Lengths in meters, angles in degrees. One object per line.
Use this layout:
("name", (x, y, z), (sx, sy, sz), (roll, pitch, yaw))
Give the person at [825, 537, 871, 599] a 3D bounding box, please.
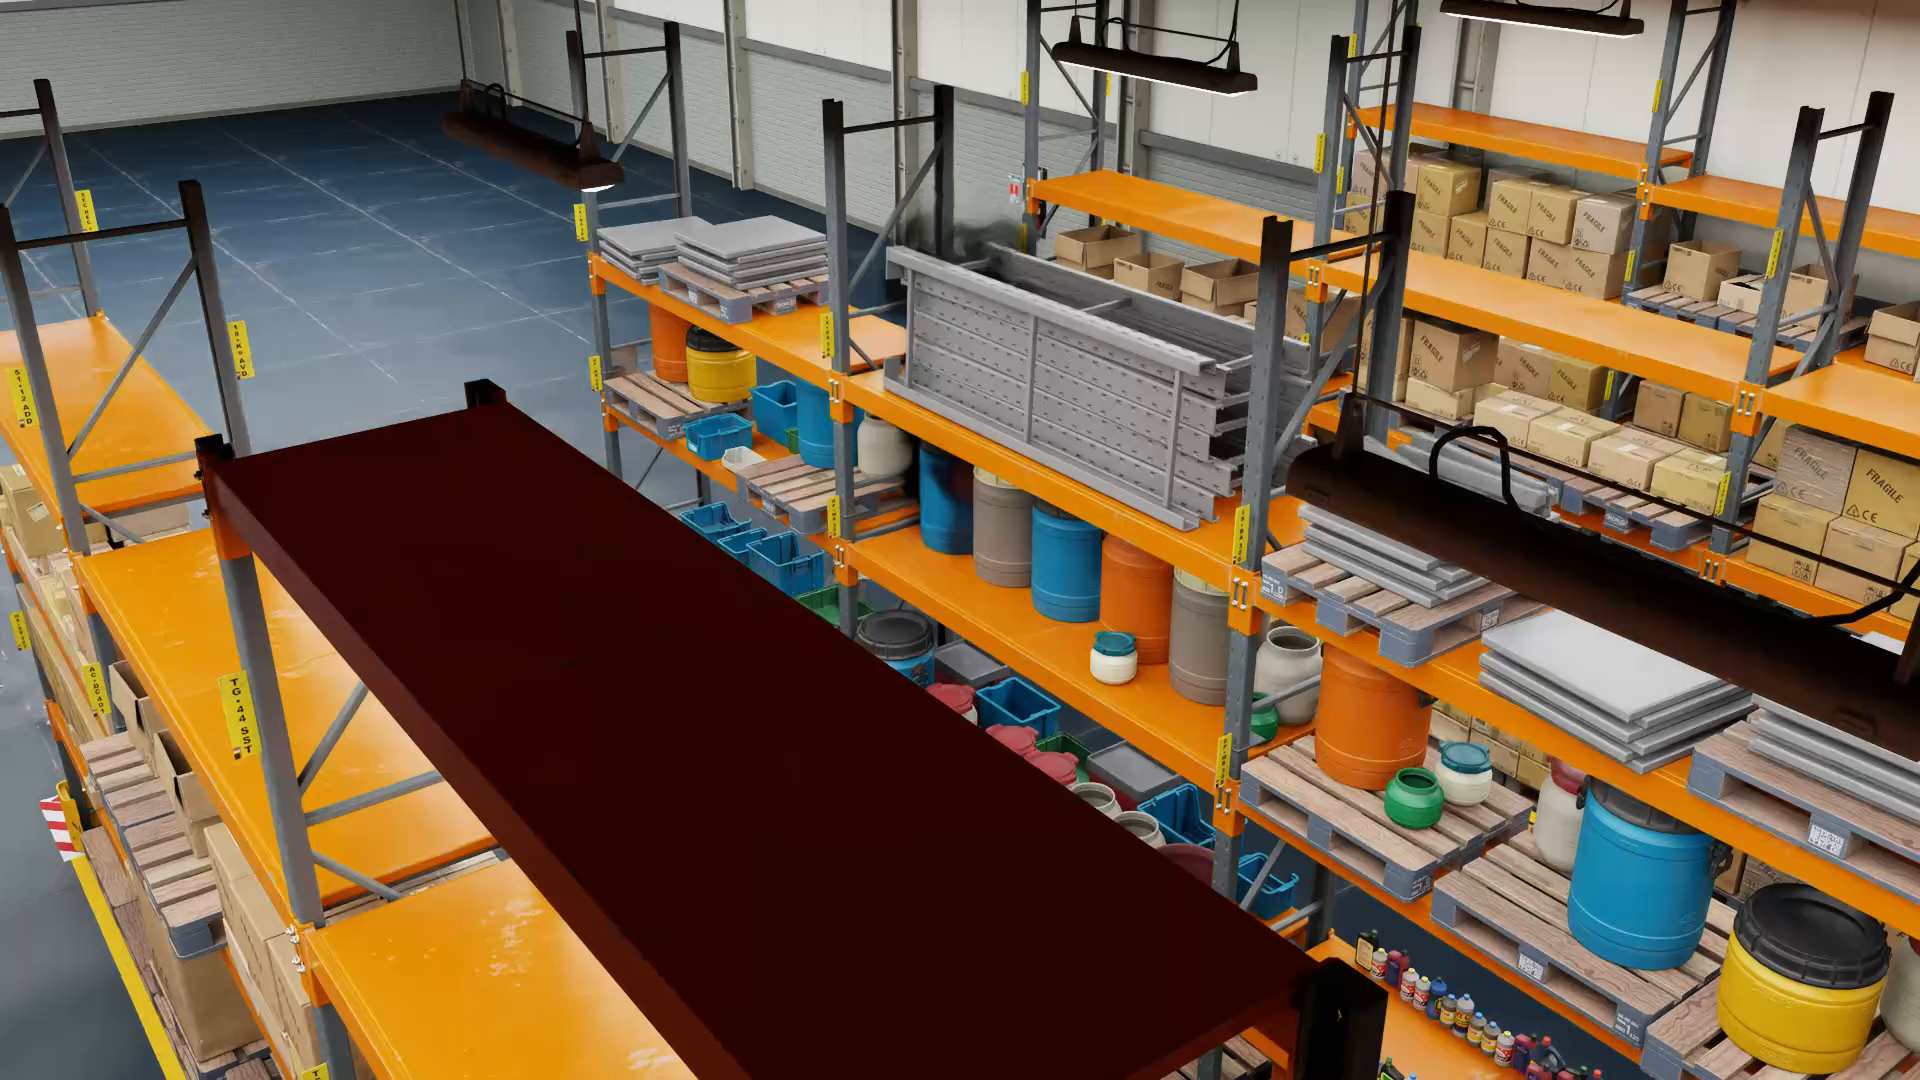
("person", (-1.084, 0.348, 16.373), (0.547, 1.600, 0.680), (-18, 30, -34))
